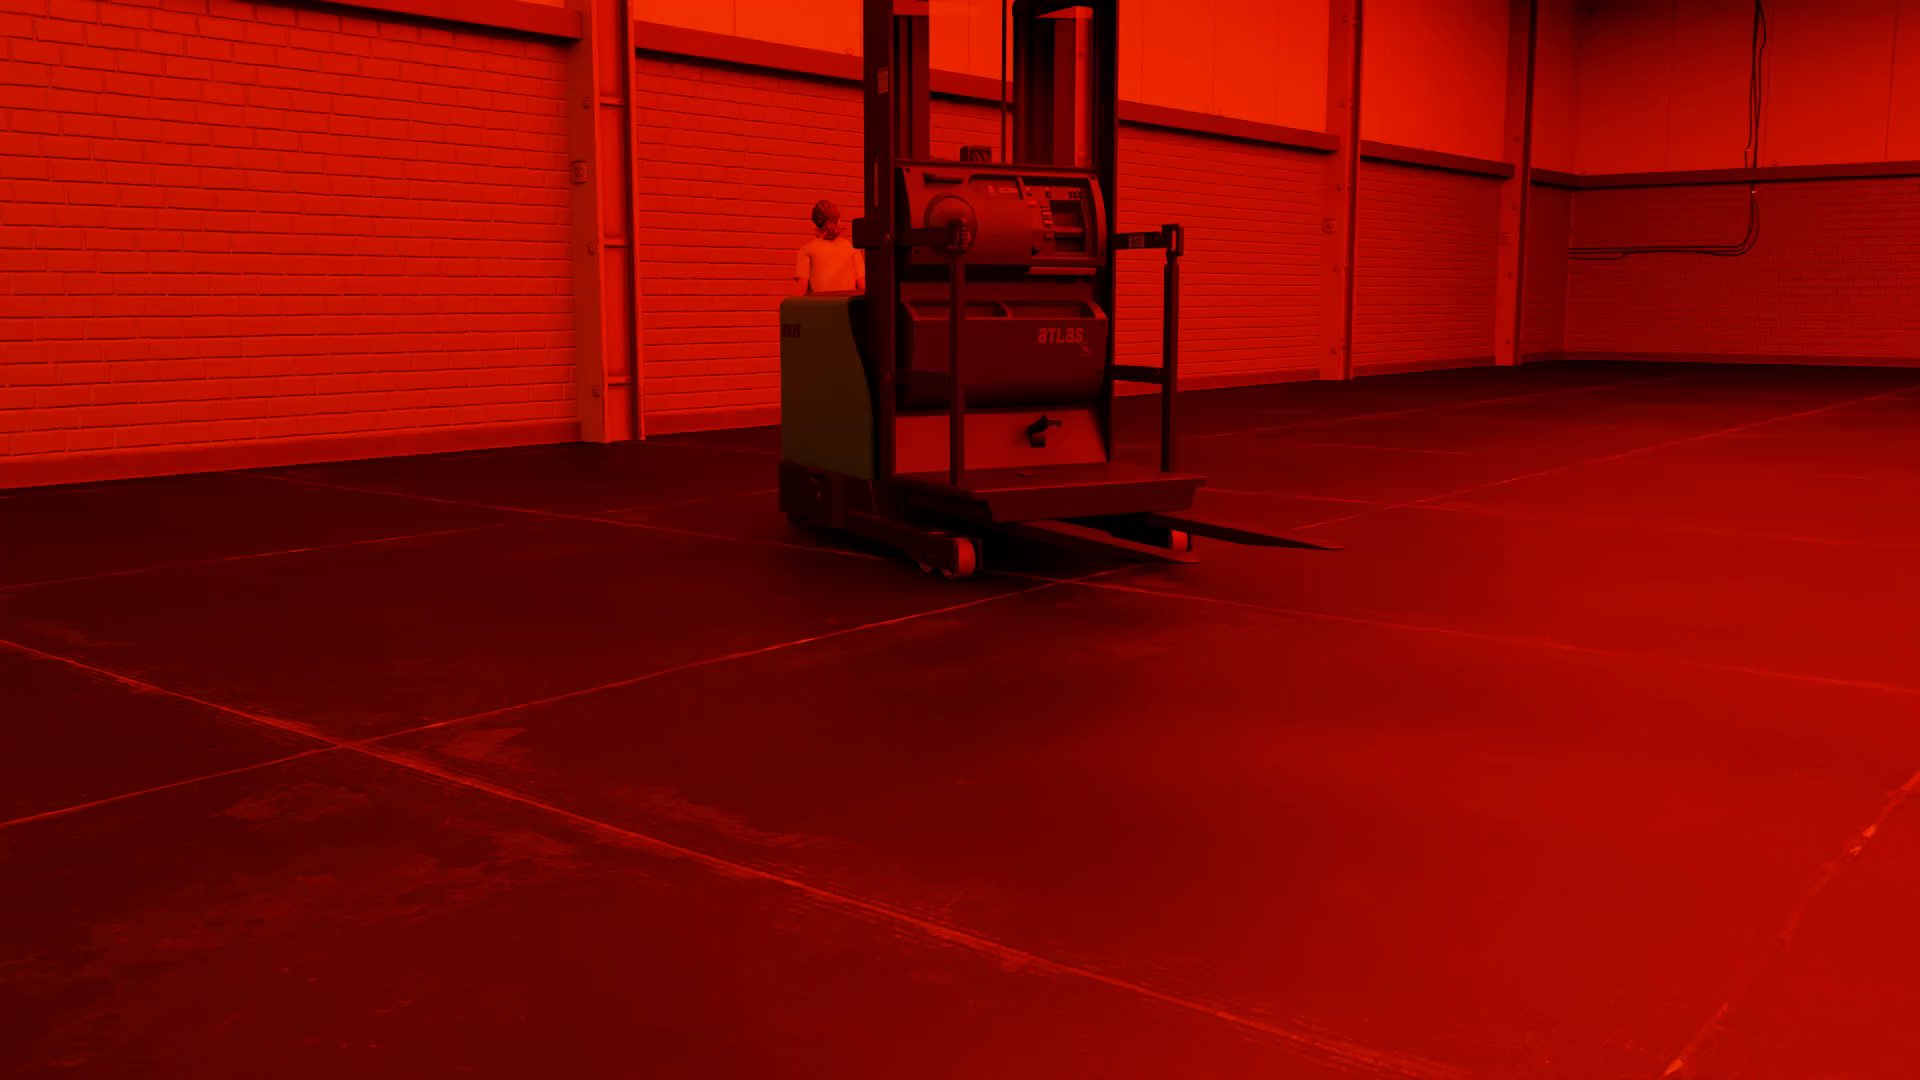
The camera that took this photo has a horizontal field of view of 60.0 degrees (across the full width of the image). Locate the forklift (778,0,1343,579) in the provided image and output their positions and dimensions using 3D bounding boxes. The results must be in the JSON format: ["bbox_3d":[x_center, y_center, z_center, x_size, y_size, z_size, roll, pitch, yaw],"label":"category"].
[{"bbox_3d":[0.294,-1.373,6.664,1.130,2.935,3.031,-5,9,-28],"label":"forklift"}]

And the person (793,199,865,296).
[{"bbox_3d":[-0.810,-1.285,10.429,0.500,1.668,0.363,-2,9,-15],"label":"person"}]
